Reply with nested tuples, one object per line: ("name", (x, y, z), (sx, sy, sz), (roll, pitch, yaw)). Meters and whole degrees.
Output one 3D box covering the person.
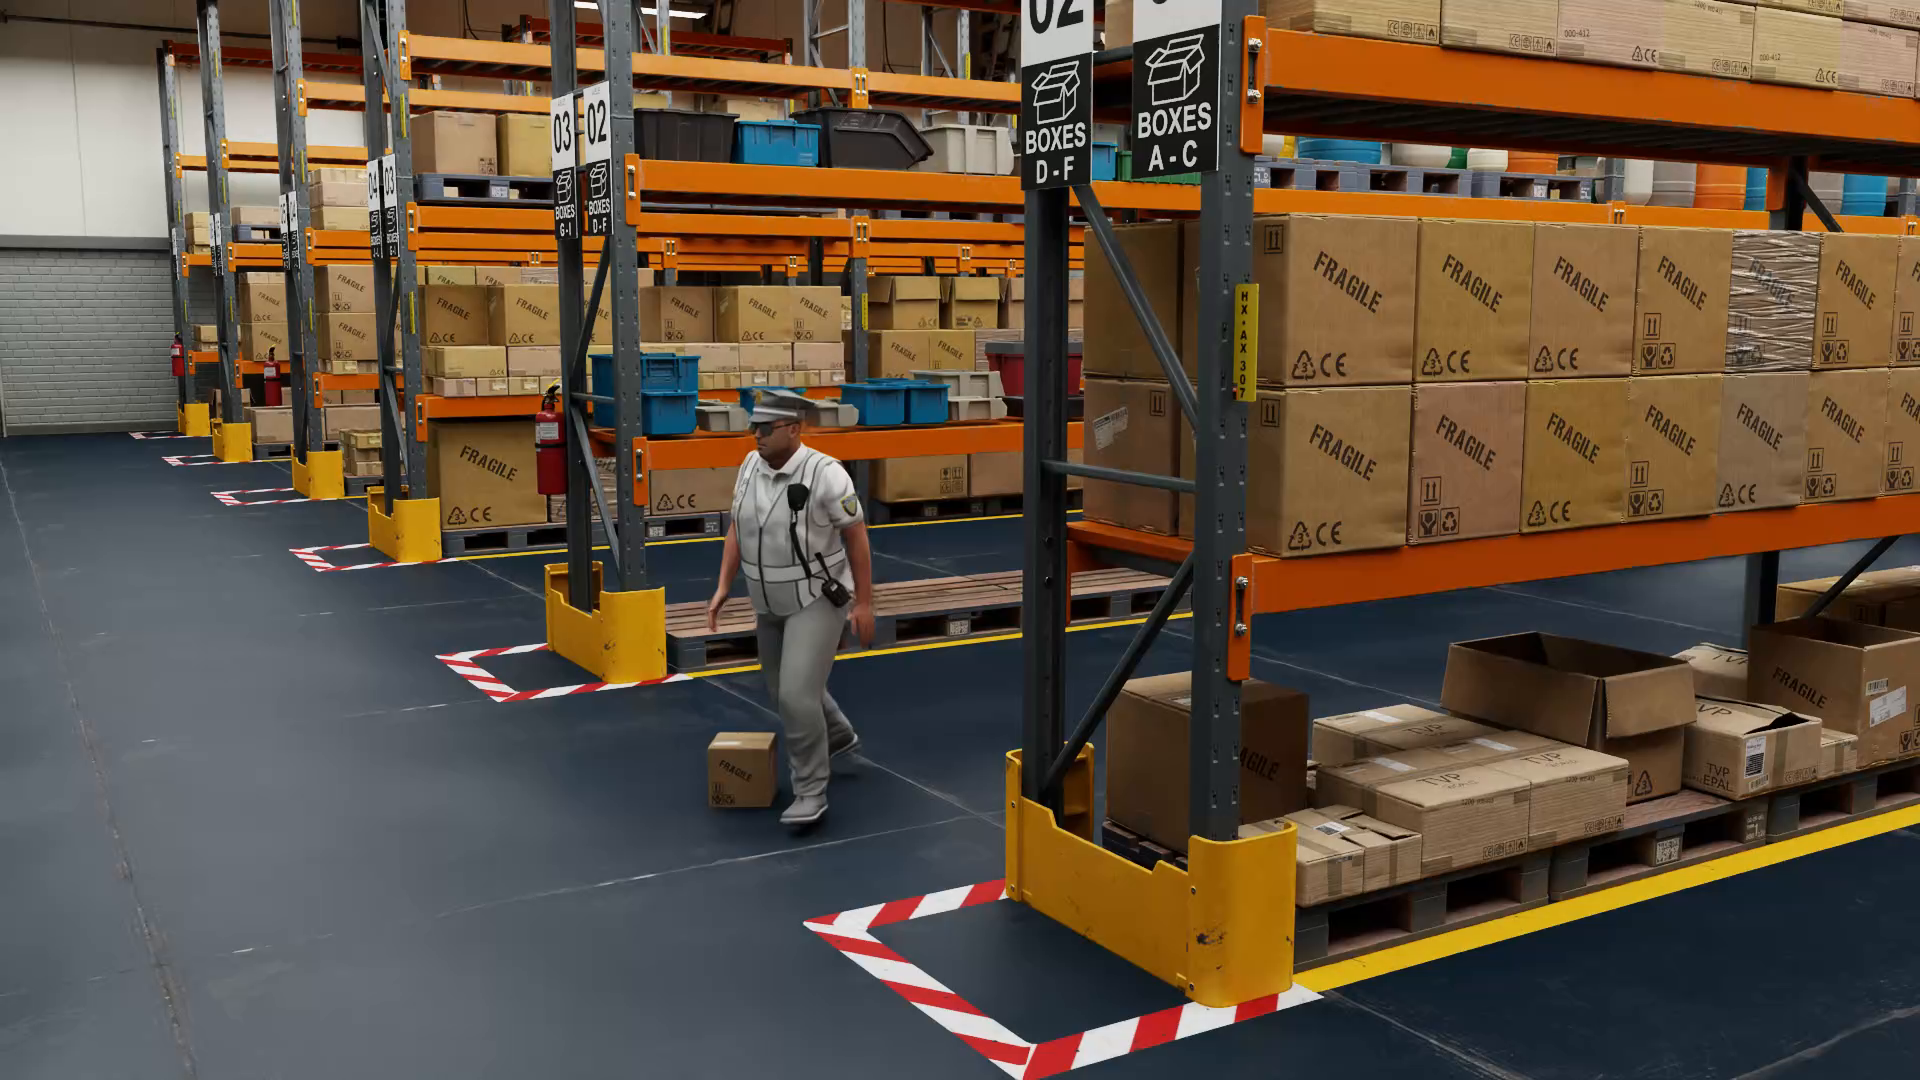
("person", (-0.592, 0.222, 6.746), (0.637, 1.701, 0.831), (6, 10, 37))
